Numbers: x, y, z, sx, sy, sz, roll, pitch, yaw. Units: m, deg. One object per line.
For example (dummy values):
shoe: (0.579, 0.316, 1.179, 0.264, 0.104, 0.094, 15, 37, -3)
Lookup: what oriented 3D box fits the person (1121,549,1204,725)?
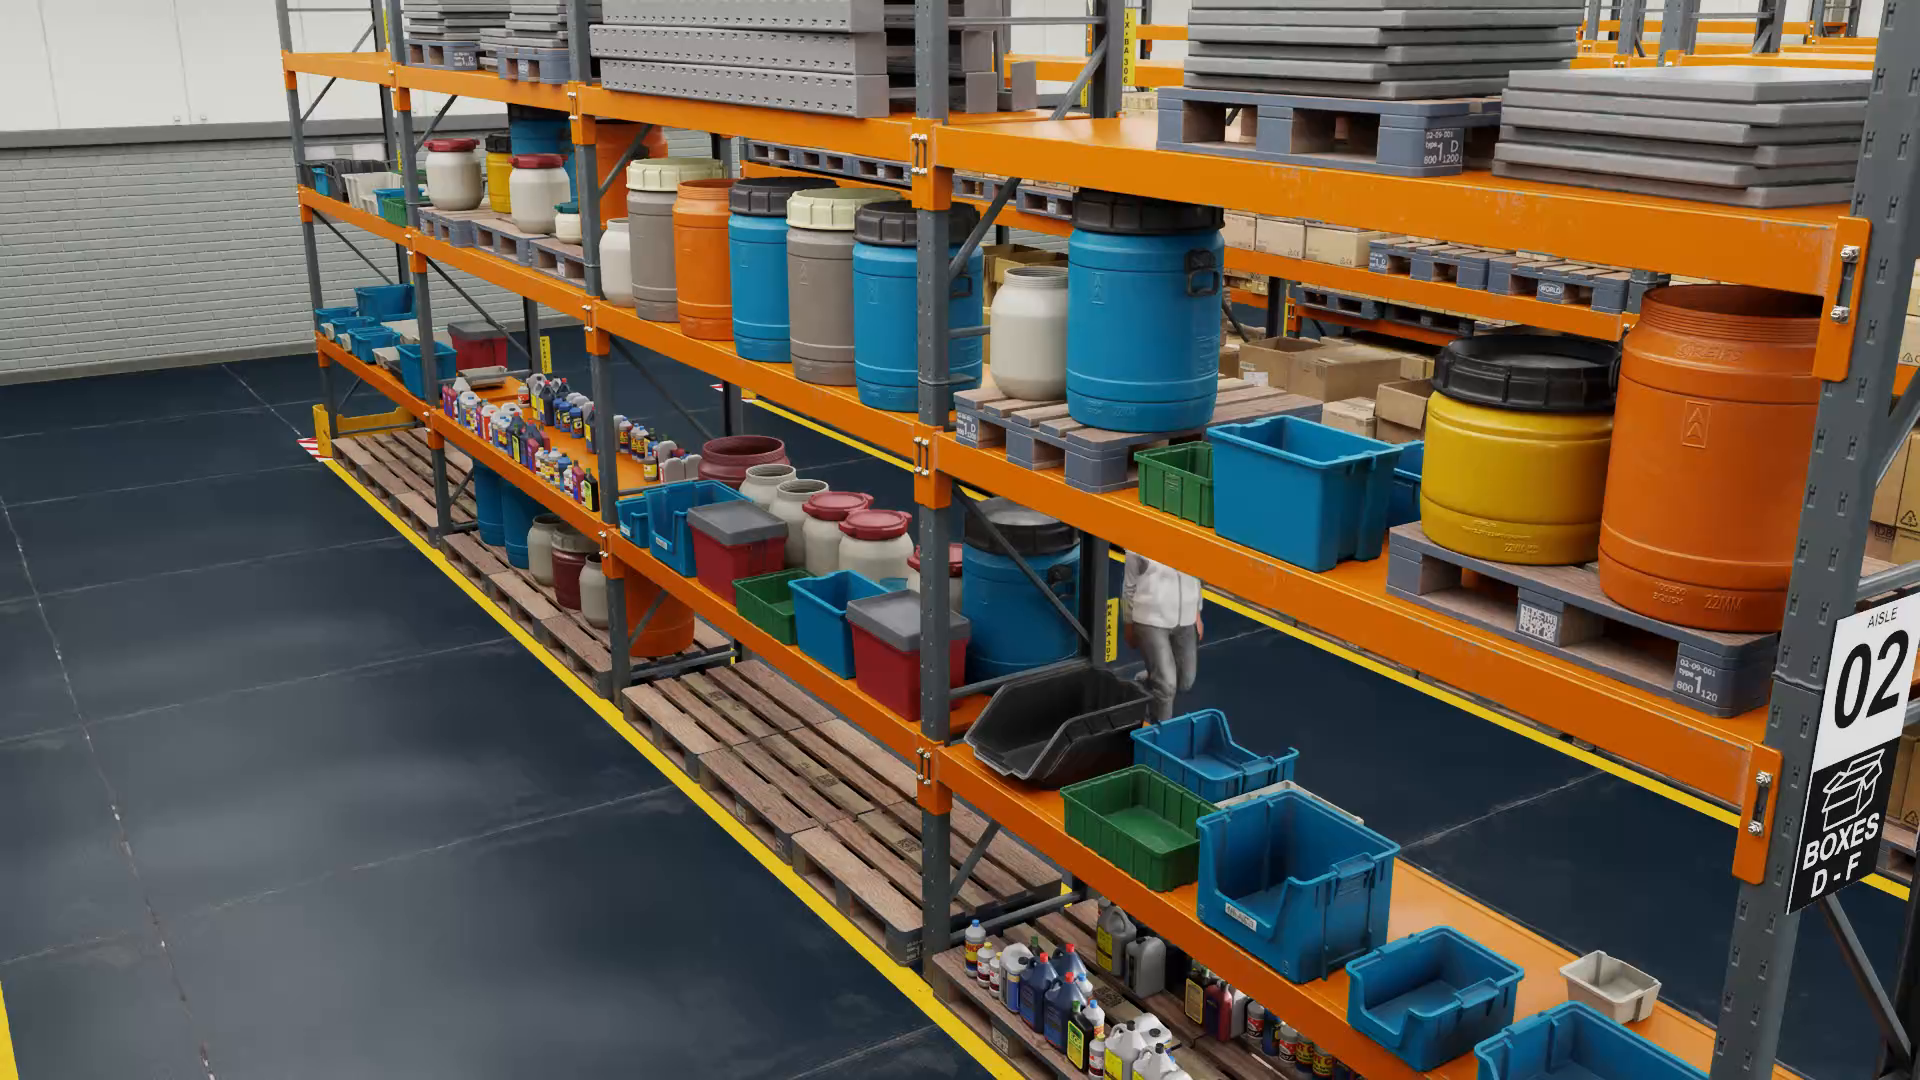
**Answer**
person: (1.265, 0.483, 10.477, 0.531, 1.750, 0.786, -10, 20, -28)
